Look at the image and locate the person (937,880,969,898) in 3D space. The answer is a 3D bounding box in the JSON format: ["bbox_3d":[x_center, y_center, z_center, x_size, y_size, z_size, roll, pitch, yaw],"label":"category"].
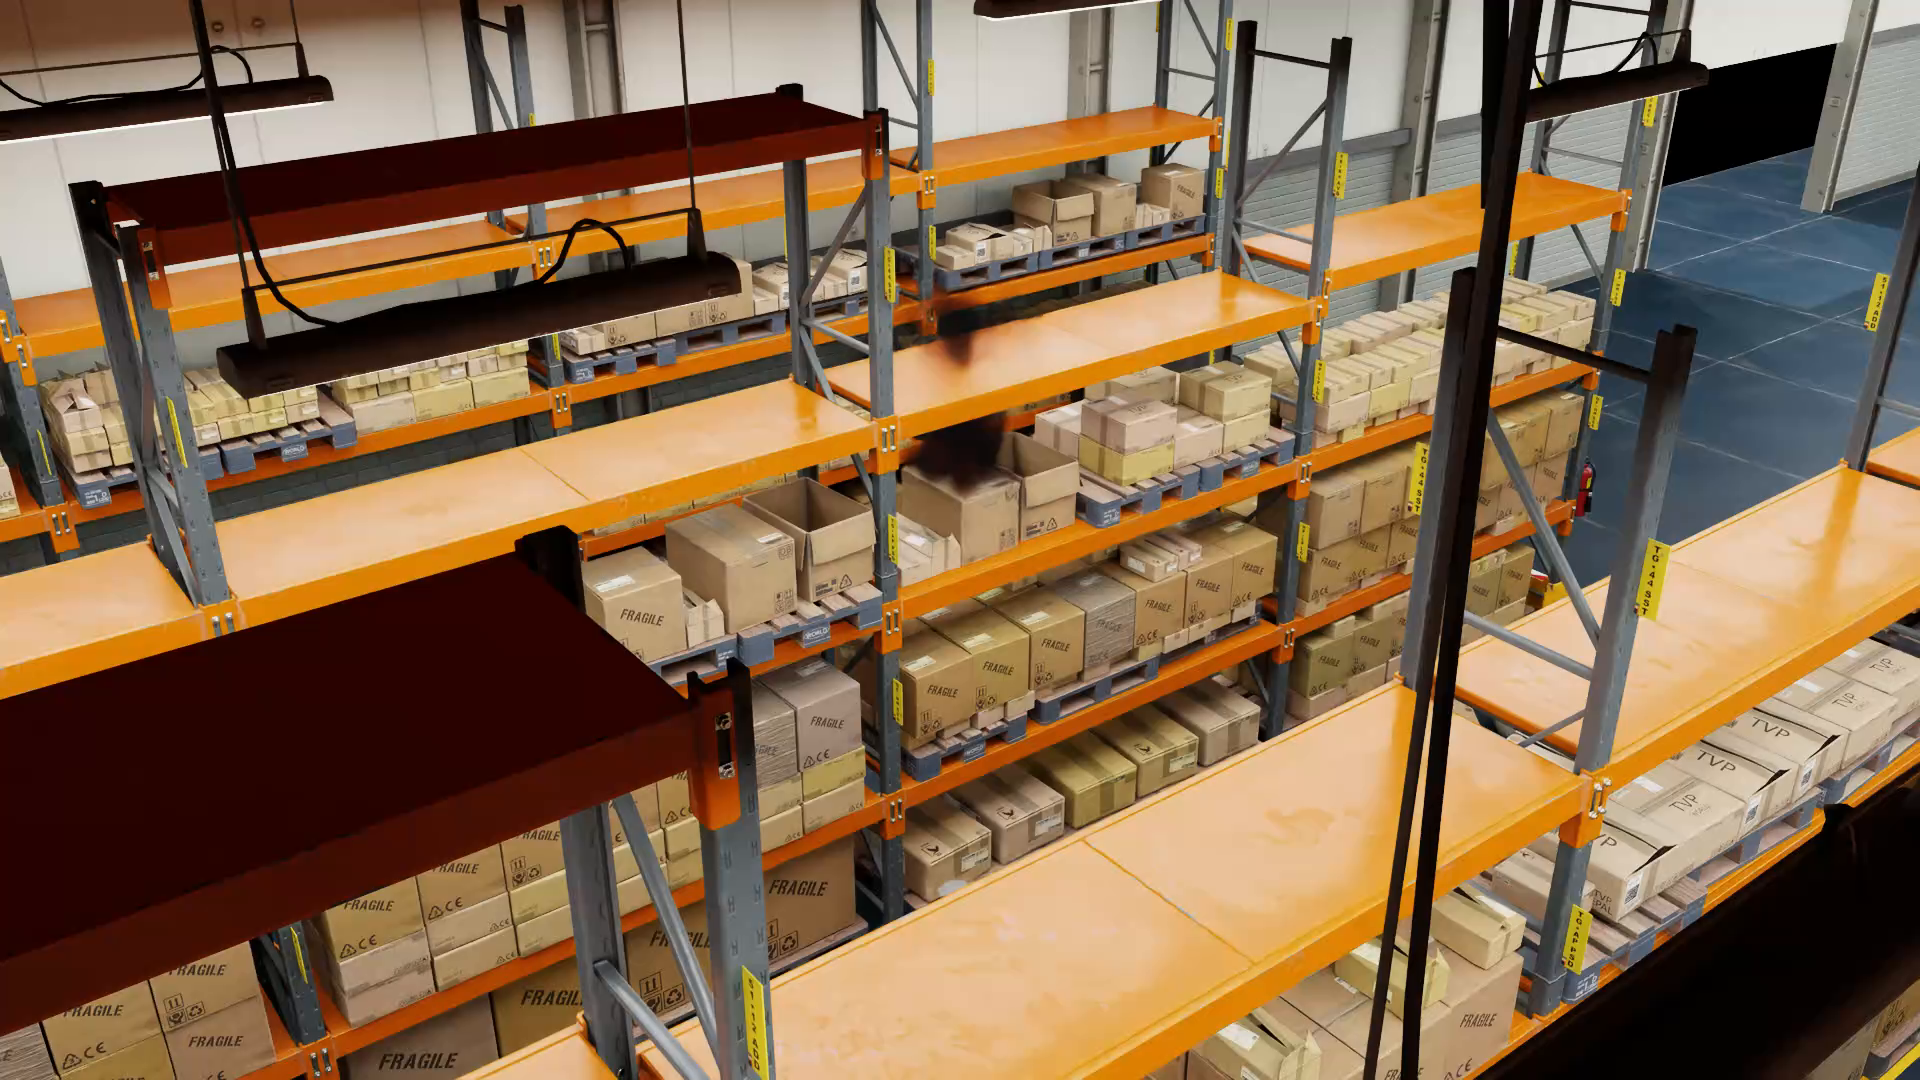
[{"bbox_3d":[0.356,2.751,10.874,1.105,1.465,0.558,-12,29,-23],"label":"person"}]
